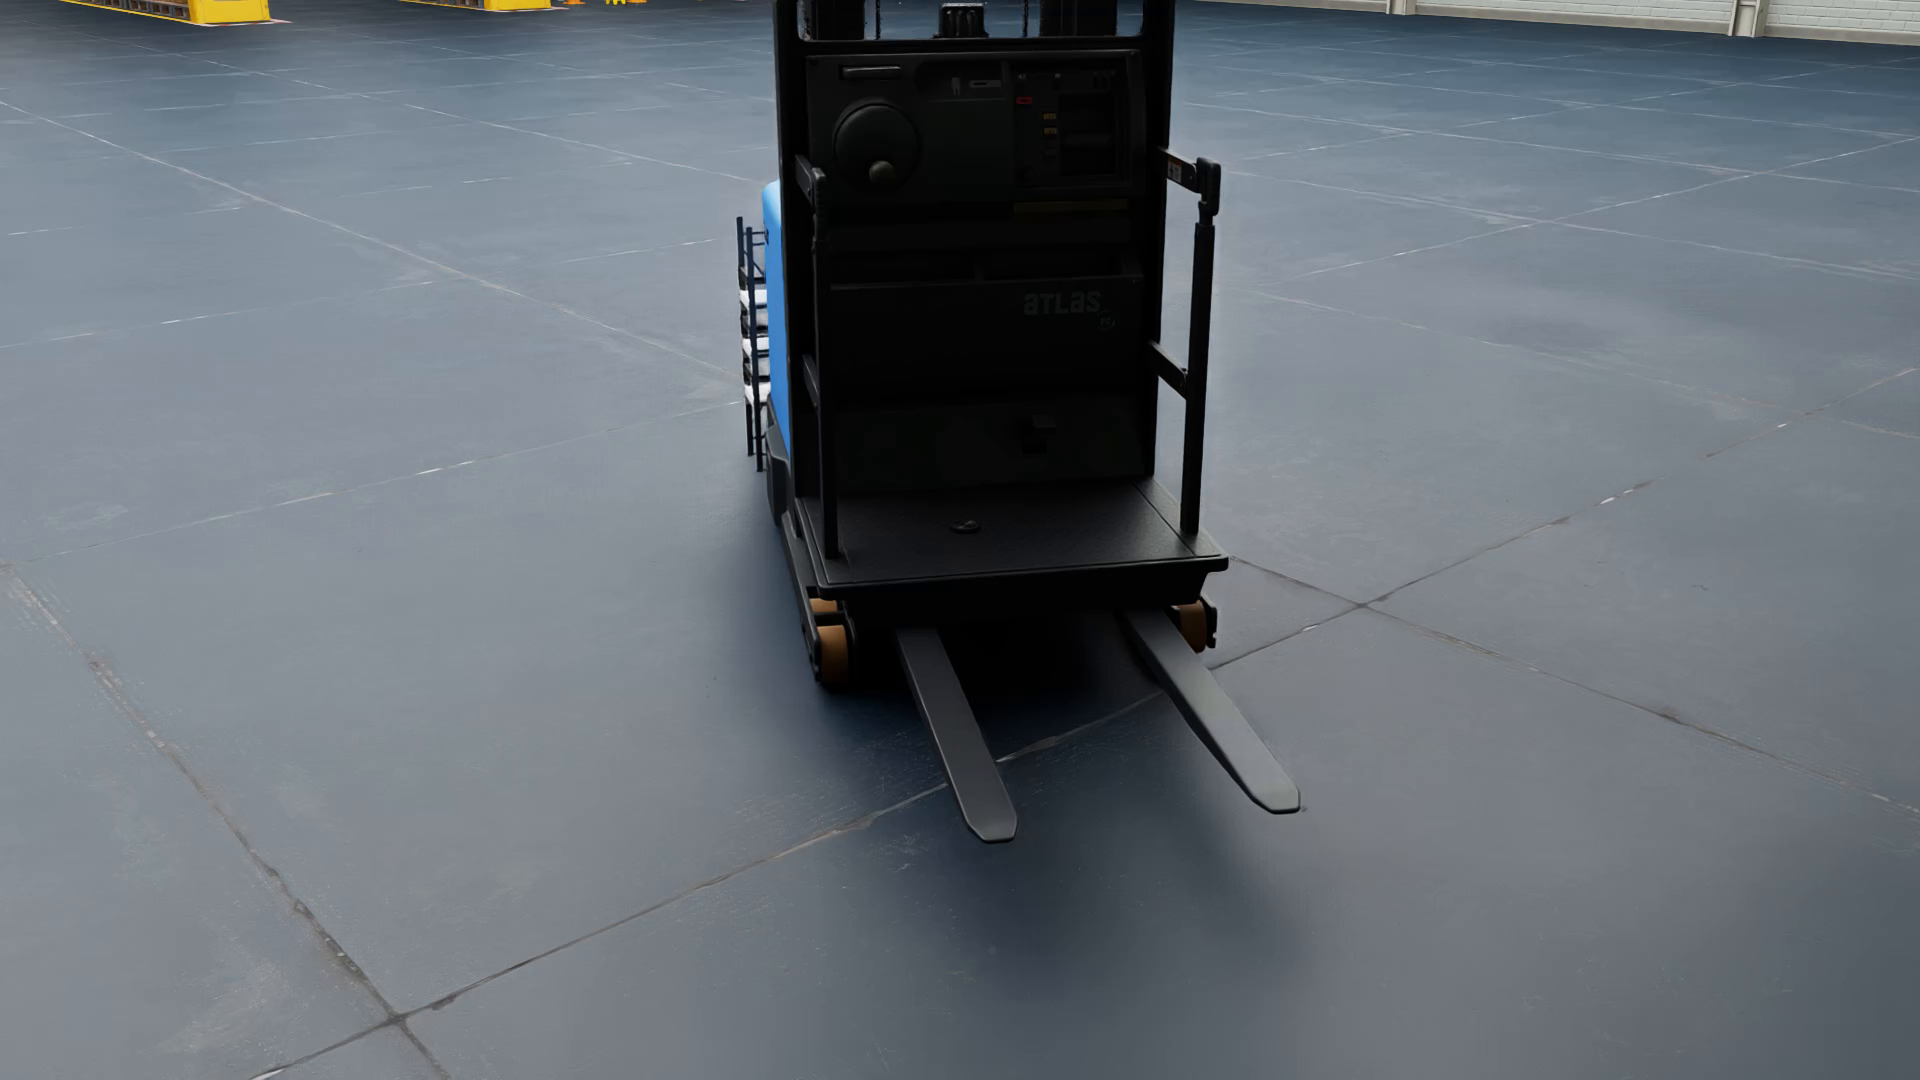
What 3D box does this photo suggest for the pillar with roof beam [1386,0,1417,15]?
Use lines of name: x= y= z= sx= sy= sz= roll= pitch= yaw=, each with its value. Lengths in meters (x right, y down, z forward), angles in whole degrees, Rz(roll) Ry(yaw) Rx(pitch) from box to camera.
pillar with roof beam: x=4.299 y=-12.187 z=24.261 sx=9.100 sy=9.000 sz=0.400 roll=-17 pitch=27 yaw=-37

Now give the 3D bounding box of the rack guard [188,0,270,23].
rack guard: x=-11.816 y=-8.643 z=26.865 sx=1.175 sy=0.500 sz=0.348 roll=-17 pitch=27 yaw=-37

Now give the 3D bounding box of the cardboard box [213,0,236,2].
cardboard box: x=-12.161 y=-8.994 z=27.185 sx=0.500 sy=0.500 sz=0.500 roll=-12 pitch=24 yaw=-28

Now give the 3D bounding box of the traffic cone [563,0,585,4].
traffic cone: x=-7.213 y=-10.242 z=30.999 sx=0.336 sy=0.463 sz=0.334 roll=-17 pitch=27 yaw=-37

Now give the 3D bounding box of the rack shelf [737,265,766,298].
rack shelf: x=-0.661 y=-0.942 z=6.005 sx=0.258 sy=0.077 sz=0.200 roll=-6 pitch=22 yaw=-15

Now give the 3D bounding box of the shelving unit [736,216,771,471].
shelving unit: x=-0.661 y=-0.721 z=6.092 sx=0.258 sy=0.900 sz=0.210 roll=-6 pitch=22 yaw=-15

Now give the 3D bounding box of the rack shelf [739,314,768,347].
rack shelf: x=-0.661 y=-0.774 z=6.071 sx=0.258 sy=0.077 sz=0.200 roll=-6 pitch=22 yaw=-15

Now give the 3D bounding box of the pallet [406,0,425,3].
pallet: x=-10.116 y=-10.516 z=32.045 sx=1.003 sy=0.211 sz=1.213 roll=-17 pitch=27 yaw=-37

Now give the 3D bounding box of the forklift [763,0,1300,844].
forklift: x=0.092 y=-1.117 z=4.318 sx=1.130 sy=2.935 sz=3.031 roll=-4 pitch=22 yaw=-10

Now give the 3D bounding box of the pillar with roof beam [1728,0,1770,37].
pillar with roof beam: x=8.216 y=-10.530 z=20.029 sx=9.100 sy=9.000 sz=0.400 roll=-17 pitch=27 yaw=-37

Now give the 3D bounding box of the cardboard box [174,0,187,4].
cardboard box: x=-12.971 y=-9.328 z=28.039 sx=0.500 sy=0.500 sz=0.500 roll=-14 pitch=26 yaw=-33

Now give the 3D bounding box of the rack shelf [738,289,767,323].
rack shelf: x=-0.661 y=-0.858 z=6.038 sx=0.258 sy=0.077 sz=0.200 roll=-6 pitch=22 yaw=-15

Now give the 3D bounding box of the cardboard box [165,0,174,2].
cardboard box: x=-13.302 y=-9.493 z=28.460 sx=0.500 sy=0.500 sz=0.500 roll=19 pitch=29 yaw=40

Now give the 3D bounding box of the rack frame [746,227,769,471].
rack frame: x=-0.632 y=-0.686 z=6.001 sx=0.240 sy=0.900 sz=0.006 roll=-6 pitch=22 yaw=-15

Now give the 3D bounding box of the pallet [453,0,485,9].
pallet: x=-8.524 y=-9.842 z=30.324 sx=1.003 sy=0.211 sz=1.213 roll=-17 pitch=27 yaw=-37

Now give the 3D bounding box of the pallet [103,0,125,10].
pallet: x=-14.886 y=-9.807 z=30.234 sx=1.003 sy=0.211 sz=1.213 roll=-17 pitch=27 yaw=-37

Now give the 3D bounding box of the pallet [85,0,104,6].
pallet: x=-15.687 y=-10.144 z=31.095 sx=1.003 sy=0.211 sz=1.213 roll=-17 pitch=27 yaw=-37

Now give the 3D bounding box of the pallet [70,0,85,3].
pallet: x=-16.479 y=-10.481 z=31.955 sx=1.003 sy=0.211 sz=1.213 roll=-17 pitch=27 yaw=-37

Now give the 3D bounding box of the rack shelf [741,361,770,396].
rack shelf: x=-0.661 y=-0.606 z=6.136 sx=0.258 sy=0.077 sz=0.200 roll=-6 pitch=22 yaw=-15

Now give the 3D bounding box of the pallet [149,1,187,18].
pallet: x=-13.111 y=-9.078 z=28.372 sx=1.003 sy=0.211 sz=1.213 roll=-17 pitch=27 yaw=-37

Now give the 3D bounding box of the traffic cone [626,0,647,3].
traffic cone: x=-6.135 y=-10.417 z=31.446 sx=0.336 sy=0.463 sz=0.334 roll=-17 pitch=27 yaw=-37

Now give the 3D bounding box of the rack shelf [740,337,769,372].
rack shelf: x=-0.661 y=-0.690 z=6.104 sx=0.258 sy=0.077 sz=0.200 roll=-6 pitch=22 yaw=-15

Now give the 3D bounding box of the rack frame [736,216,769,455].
rack frame: x=-0.689 y=-0.757 z=6.182 sx=0.240 sy=0.900 sz=0.006 roll=-6 pitch=22 yaw=-15

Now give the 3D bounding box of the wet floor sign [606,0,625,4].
wet floor sign: x=-6.424 y=-10.306 z=30.911 sx=0.232 sy=0.644 sz=0.267 roll=17 pitch=27 yaw=36

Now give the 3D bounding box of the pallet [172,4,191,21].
pallet: x=-12.319 y=-8.741 z=27.512 sx=1.003 sy=0.211 sz=1.213 roll=-17 pitch=27 yaw=-37

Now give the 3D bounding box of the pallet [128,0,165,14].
pallet: x=-13.912 y=-9.415 z=29.233 sx=1.003 sy=0.211 sz=1.213 roll=-17 pitch=27 yaw=-37

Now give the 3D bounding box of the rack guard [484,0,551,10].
rack guard: x=-7.927 y=-9.768 z=29.737 sx=1.175 sy=0.500 sz=0.348 roll=-17 pitch=27 yaw=-37

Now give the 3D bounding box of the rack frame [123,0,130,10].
rack frame: x=-14.377 y=-10.891 z=29.177 sx=1.000 sy=3.000 sz=0.127 roll=-17 pitch=27 yaw=-37

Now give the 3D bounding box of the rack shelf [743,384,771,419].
rack shelf: x=-0.661 y=-0.523 z=6.169 sx=0.258 sy=0.077 sz=0.200 roll=-6 pitch=22 yaw=-15

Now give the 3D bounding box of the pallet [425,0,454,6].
pallet: x=-9.316 y=-10.179 z=31.184 sx=1.003 sy=0.211 sz=1.213 roll=-17 pitch=27 yaw=-37
